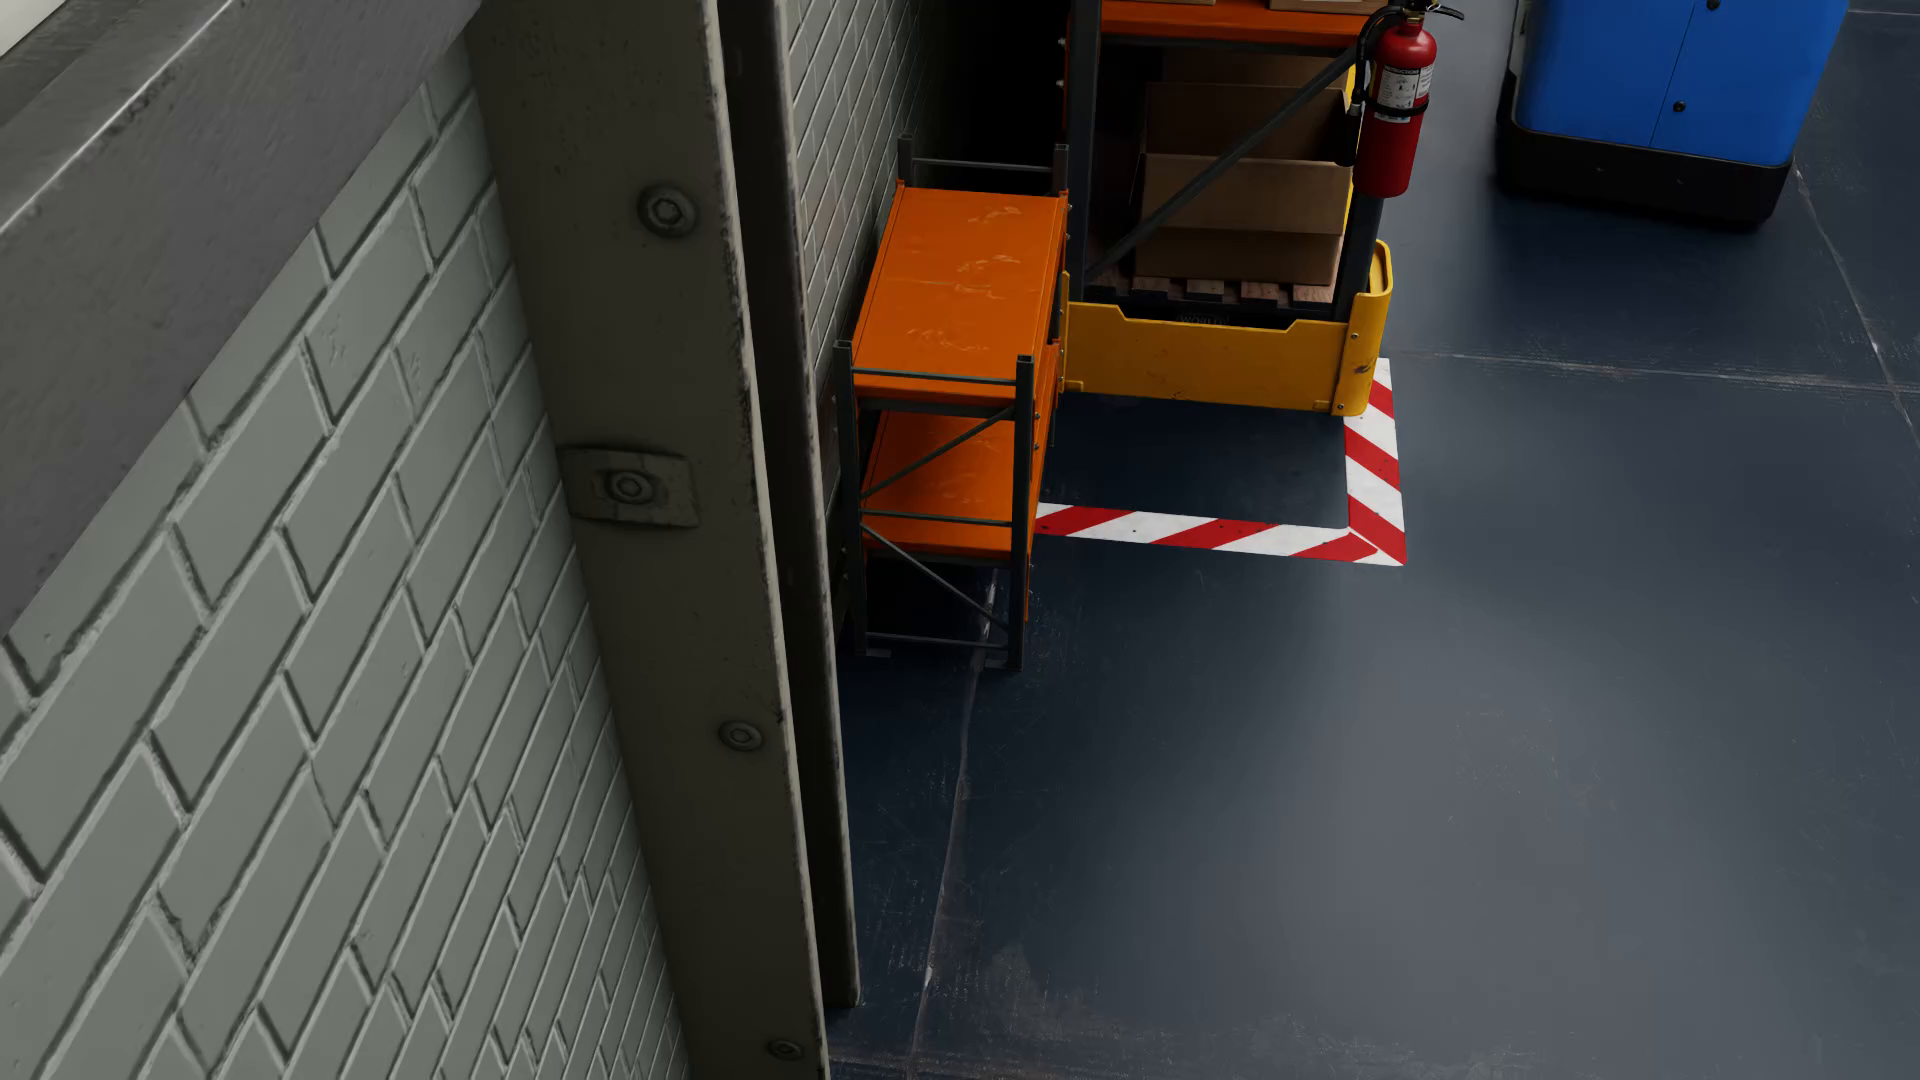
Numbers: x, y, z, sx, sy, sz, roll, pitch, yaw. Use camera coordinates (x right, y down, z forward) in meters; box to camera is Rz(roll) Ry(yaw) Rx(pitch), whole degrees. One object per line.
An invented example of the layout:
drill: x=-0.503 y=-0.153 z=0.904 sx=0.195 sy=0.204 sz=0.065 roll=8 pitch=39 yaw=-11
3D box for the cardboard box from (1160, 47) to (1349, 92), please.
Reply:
cardboard box: x=1.154 y=-1.856 z=6.542 sx=0.700 sy=0.500 sz=0.500 roll=7 pitch=44 yaw=7

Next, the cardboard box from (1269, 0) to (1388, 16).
cardboard box: x=1.143 y=-1.732 z=5.080 sx=0.380 sy=0.149 sz=0.250 roll=5 pitch=44 yaw=5

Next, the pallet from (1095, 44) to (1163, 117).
pallet: x=1.106 y=-2.036 z=7.247 sx=1.003 sy=0.211 sz=1.213 roll=5 pitch=44 yaw=6

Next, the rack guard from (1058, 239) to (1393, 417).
rack guard: x=0.837 y=-0.768 z=5.698 sx=1.175 sy=0.500 sz=0.348 roll=5 pitch=44 yaw=6

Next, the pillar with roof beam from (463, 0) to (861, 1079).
pillar with roof beam: x=3.845 y=-1.656 z=0.454 sx=9.100 sy=9.000 sz=0.400 roll=5 pitch=44 yaw=6

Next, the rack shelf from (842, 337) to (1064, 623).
rack shelf: x=0.001 y=-0.227 z=5.027 sx=0.538 sy=0.278 sz=1.000 roll=5 pitch=44 yaw=5

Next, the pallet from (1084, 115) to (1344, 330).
pallet: x=0.942 y=-1.207 z=6.371 sx=1.003 sy=0.211 sz=1.213 roll=5 pitch=44 yaw=6

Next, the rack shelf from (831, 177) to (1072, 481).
rack shelf: x=0.000 y=-0.617 z=4.657 sx=0.538 sy=0.278 sz=1.000 roll=5 pitch=44 yaw=5

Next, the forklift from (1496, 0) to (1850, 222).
forklift: x=3.105 y=-3.327 z=6.632 sx=1.130 sy=2.935 sz=3.031 roll=12 pitch=45 yaw=13

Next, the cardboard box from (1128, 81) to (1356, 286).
cardboard box: x=1.002 y=-1.279 z=5.929 sx=0.797 sy=0.503 sz=0.637 roll=4 pitch=44 yaw=4

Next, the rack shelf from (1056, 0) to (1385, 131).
rack shelf: x=1.092 y=-2.726 z=6.471 sx=1.077 sy=0.370 sz=4.000 roll=5 pitch=44 yaw=6

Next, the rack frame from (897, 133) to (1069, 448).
rack frame: x=0.067 y=-0.751 z=5.225 sx=0.500 sy=1.125 sz=0.032 roll=5 pitch=44 yaw=5

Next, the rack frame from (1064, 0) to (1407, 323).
rack frame: x=0.827 y=-1.624 z=4.784 sx=1.000 sy=3.000 sz=0.127 roll=5 pitch=44 yaw=6

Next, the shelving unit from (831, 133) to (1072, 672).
shelving unit: x=0.000 y=-0.404 z=4.859 sx=0.538 sy=1.125 sz=1.048 roll=5 pitch=44 yaw=5

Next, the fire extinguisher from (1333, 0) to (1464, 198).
fire extinguisher: x=1.266 y=-1.319 z=4.788 sx=0.296 sy=0.674 sz=0.183 roll=5 pitch=44 yaw=6

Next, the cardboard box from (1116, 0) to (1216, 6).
cardboard box: x=0.605 y=-1.783 z=5.135 sx=0.380 sy=0.149 sz=0.250 roll=5 pitch=44 yaw=5

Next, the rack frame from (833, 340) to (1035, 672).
rack frame: x=-0.066 y=-0.058 z=4.493 sx=0.500 sy=1.125 sz=0.032 roll=5 pitch=44 yaw=5
